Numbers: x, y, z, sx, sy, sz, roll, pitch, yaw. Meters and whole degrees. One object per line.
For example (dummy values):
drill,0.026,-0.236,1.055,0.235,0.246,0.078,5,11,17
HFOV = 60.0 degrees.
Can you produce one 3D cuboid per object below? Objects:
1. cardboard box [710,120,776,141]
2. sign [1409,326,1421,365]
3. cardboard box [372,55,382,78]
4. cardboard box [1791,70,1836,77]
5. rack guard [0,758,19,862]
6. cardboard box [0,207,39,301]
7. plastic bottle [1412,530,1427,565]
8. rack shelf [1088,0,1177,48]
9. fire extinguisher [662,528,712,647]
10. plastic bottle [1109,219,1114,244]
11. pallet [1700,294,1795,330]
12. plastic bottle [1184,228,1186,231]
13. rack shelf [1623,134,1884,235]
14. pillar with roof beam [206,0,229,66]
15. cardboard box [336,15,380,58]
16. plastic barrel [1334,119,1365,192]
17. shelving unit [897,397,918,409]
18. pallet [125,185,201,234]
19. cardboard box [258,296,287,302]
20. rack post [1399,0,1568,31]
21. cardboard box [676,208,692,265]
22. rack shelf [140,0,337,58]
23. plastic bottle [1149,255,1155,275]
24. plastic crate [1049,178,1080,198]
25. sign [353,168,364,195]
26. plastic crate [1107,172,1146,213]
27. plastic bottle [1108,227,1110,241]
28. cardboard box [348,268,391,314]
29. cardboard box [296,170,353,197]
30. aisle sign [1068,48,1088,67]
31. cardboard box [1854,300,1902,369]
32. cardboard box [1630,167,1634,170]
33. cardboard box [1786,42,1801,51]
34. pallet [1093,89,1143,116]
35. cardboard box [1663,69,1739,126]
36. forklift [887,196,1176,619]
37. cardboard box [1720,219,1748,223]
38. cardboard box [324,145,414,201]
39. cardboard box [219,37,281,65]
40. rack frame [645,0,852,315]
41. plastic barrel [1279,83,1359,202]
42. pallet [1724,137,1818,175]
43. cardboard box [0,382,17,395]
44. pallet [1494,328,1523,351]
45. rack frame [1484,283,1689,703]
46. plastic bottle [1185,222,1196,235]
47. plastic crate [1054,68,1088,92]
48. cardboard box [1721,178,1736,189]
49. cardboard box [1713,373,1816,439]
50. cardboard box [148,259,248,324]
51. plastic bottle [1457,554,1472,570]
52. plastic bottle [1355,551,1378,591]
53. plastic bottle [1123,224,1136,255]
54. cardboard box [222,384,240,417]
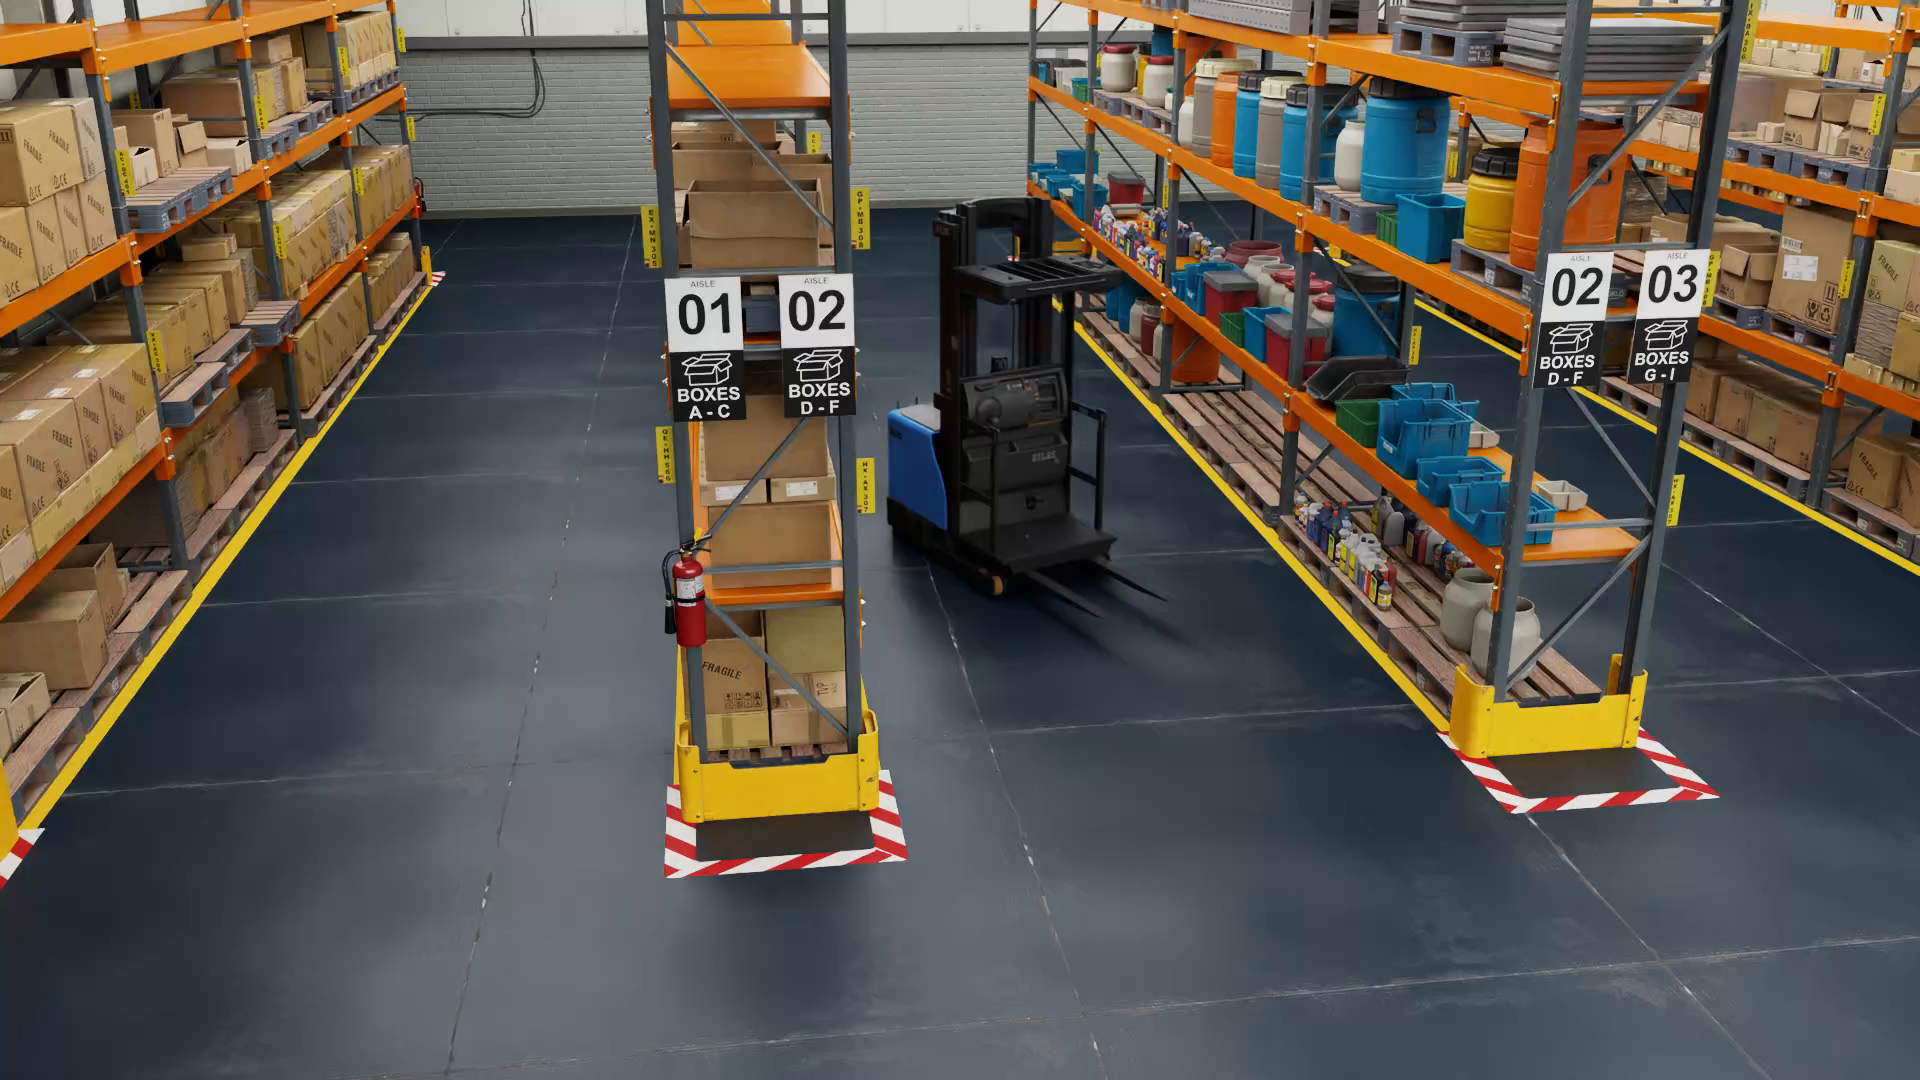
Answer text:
cardboard box,-1.709,-3.321,13.076,0.500,0.500,0.500,-3,21,-7
sign,3.789,-1.625,13.883,0.100,0.325,0.005,-3,21,-8
cardboard box,-7.766,-6.104,21.457,0.500,0.250,0.500,-4,21,-9
cardboard box,11.576,-6.197,22.448,0.500,0.250,0.500,-2,21,-6
rack guard,-5.995,1.558,9.329,1.175,0.500,0.348,-3,21,-8
cardboard box,-6.004,-1.728,10.097,0.500,0.500,0.500,-2,21,-4
plastic bottle,3.610,0.044,13.064,0.061,0.283,0.133,-3,21,-8
rack shelf,2.378,-5.834,18.576,1.077,0.370,4.000,-3,21,-8
fire extinguisher,-1.525,0.263,9.335,0.296,0.674,0.183,-3,21,-8
plastic bottle,1.849,-3.730,20.083,0.061,0.283,0.133,-3,21,-8
pallet,7.894,-2.333,16.448,1.003,0.211,1.213,-3,21,-8
plastic bottle,2.648,-3.544,19.603,0.097,0.271,0.097,0,20,0
rack shelf,7.856,-3.481,15.991,1.077,0.370,4.000,-3,21,-8
pillar with roof beam,-4.410,-6.967,20.009,9.100,9.000,0.400,-3,21,-8
cardboard box,-7.770,-6.462,21.343,0.500,0.500,0.500,-4,21,-10
plastic barrel,3.111,-2.966,12.824,0.421,0.512,0.421,0,20,0
shelving unit,-0.397,-0.704,14.600,0.215,1.050,0.252,-12,23,-29
pallet,-6.544,-2.508,12.624,1.213,0.211,1.003,-3,21,-8
cardboard box,-6.955,-2.374,16.615,0.380,0.149,0.250,-3,21,-9
rack post,3.509,-3.530,10.915,0.937,0.300,0.954,-3,21,-9
cardboard box,-1.509,-1.820,9.929,0.500,0.250,0.500,-3,21,-8
rack shelf,-7.425,-5.335,17.238,1.077,0.370,4.000,-3,21,-8
plastic bottle,2.140,-3.036,18.341,0.097,0.201,0.097,0,20,0
plastic crate,1.456,-4.914,23.238,0.416,0.233,0.300,-3,21,-8
sign,-7.178,-4.277,19.839,0.100,0.325,0.005,-3,21,-8
plastic crate,2.209,-4.621,22.123,0.402,0.464,0.583,-3,21,-8
plastic bottle,1.850,-3.733,20.207,0.097,0.201,0.097,0,20,0
cardboard box,-7.789,-3.205,21.483,0.700,0.500,0.500,-3,21,-8
cardboard box,-7.393,-4.139,19.343,0.500,0.250,0.500,-2,21,-6
aisle sign,1.793,-6.883,24.643,0.394,0.787,0.004,-3,21,-8
cardboard box,8.148,-1.748,14.041,0.875,0.500,0.500,-3,21,-8
cardboard box,7.387,-4.102,19.336,0.797,0.503,0.637,-2,21,-6
cardboard box,11.473,-6.730,22.590,0.380,0.149,0.250,-3,21,-8
pallet,2.300,-5.291,20.078,1.213,0.211,1.003,-3,21,-8
cardboard box,7.451,-4.440,16.673,0.500,0.500,0.500,-3,21,-7
forklift,0.554,-1.113,13.008,1.130,2.935,3.031,-12,23,-29
cardboard box,11.781,-4.794,25.389,0.380,0.149,0.250,-4,21,-10
cardboard box,-8.207,-5.091,23.130,0.980,0.700,0.700,-2,21,-5
cardboard box,-7.622,-5.249,17.852,0.500,0.250,0.500,-4,21,-9
rack frame,-1.082,-2.648,8.444,1.000,3.000,0.127,-3,21,-8
plastic barrel,2.955,-3.276,13.697,0.600,0.901,0.708,-3,21,-8
pallet,8.008,-3.616,15.592,1.213,0.211,1.003,-3,21,-8
cardboard box,-6.562,-0.736,11.014,0.500,0.500,0.500,-2,21,-6
pallet,7.356,-2.498,20.602,1.003,0.211,1.213,-3,21,-8
rack frame,3.820,-0.086,10.159,1.000,3.000,0.127,-3,21,-8
plastic bottle,2.705,-3.535,19.463,0.144,0.351,0.185,-3,21,-8
plastic crate,1.527,-6.192,22.391,0.437,0.282,0.530,-3,21,-8
cardboard box,11.345,-5.213,24.245,0.380,0.149,0.250,-3,21,-7
cardboard box,7.946,-1.329,16.432,0.700,0.500,0.500,-5,21,-12
cardboard box,-6.952,-2.255,15.194,0.700,0.500,0.500,-5,21,-13
plastic bottle,3.817,0.224,12.600,0.097,0.271,0.097,0,20,0
plastic bottle,3.092,0.233,12.568,0.152,0.276,0.135,-3,21,-9
plastic bottle,1.994,-3.514,19.409,0.144,0.351,0.185,-3,21,-8
cardboard box,-6.961,-1.295,15.270,0.500,0.250,0.500,-3,21,-7
